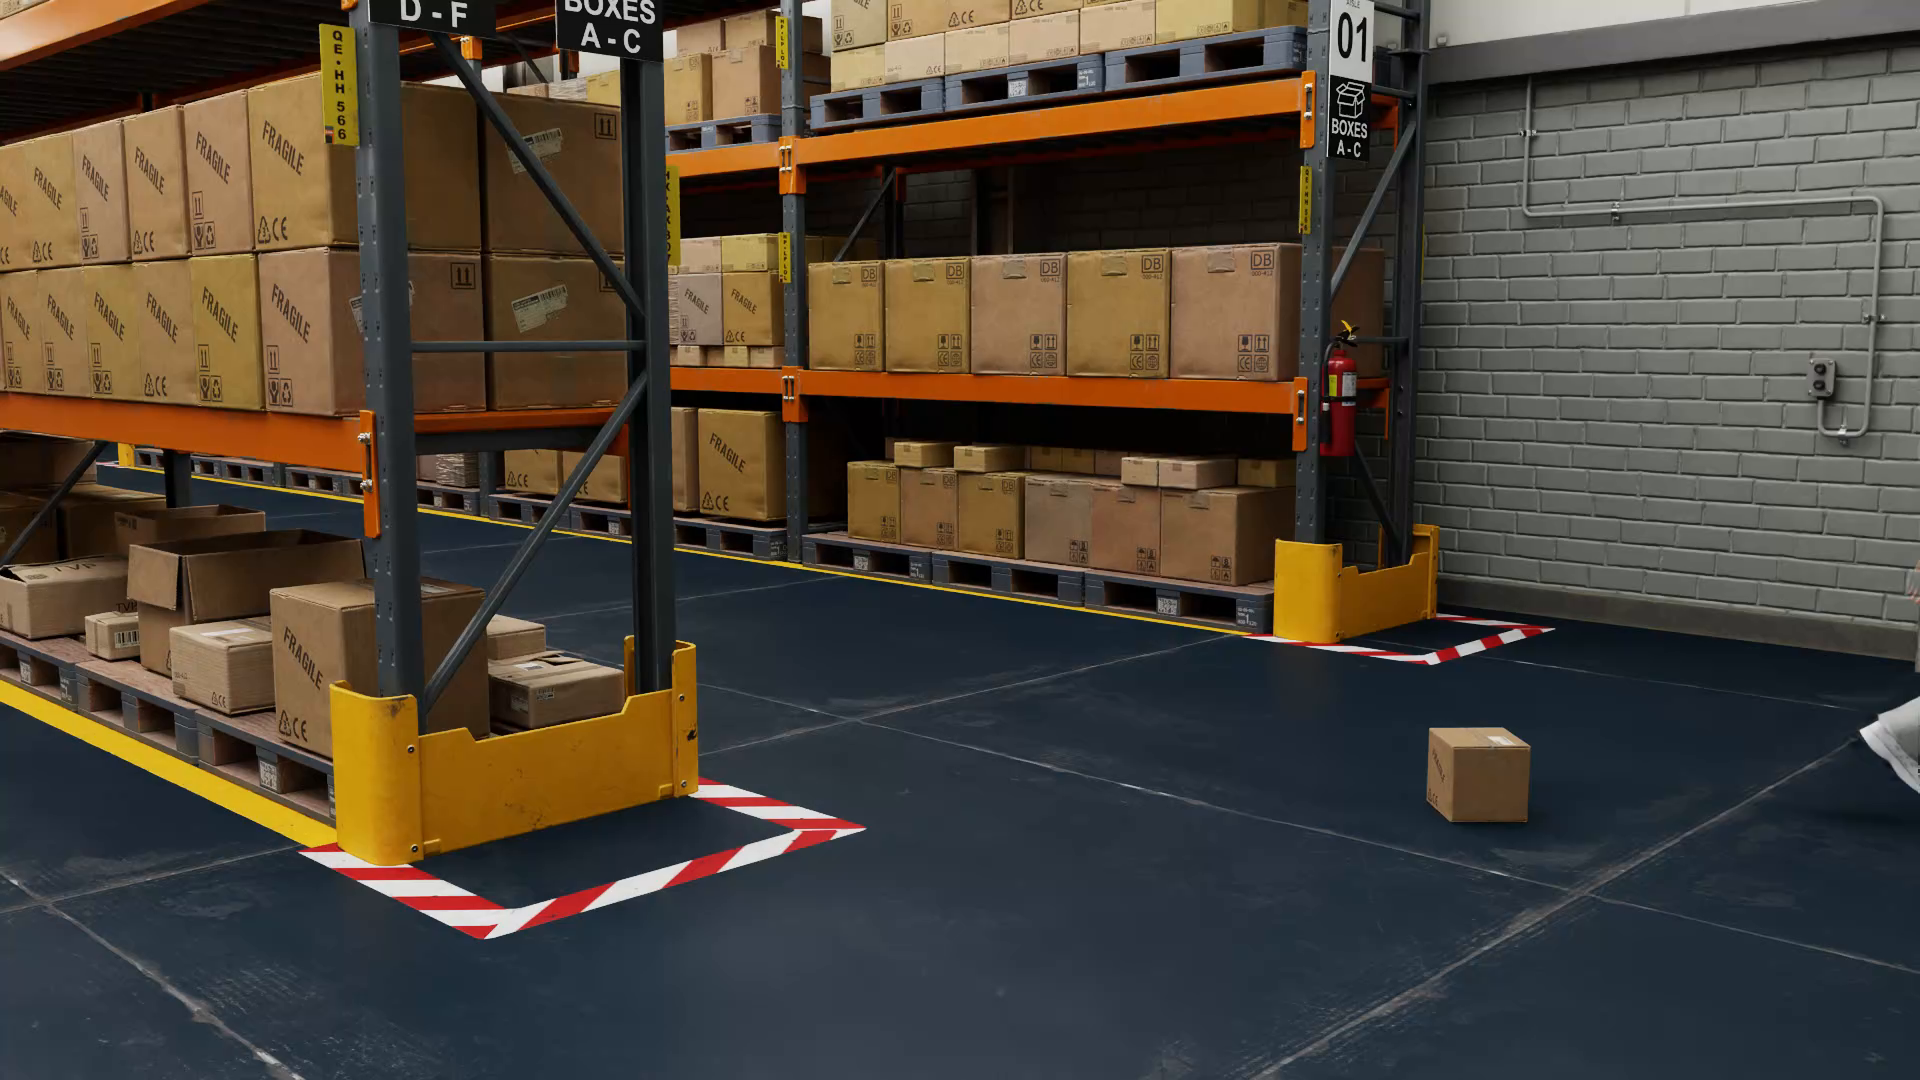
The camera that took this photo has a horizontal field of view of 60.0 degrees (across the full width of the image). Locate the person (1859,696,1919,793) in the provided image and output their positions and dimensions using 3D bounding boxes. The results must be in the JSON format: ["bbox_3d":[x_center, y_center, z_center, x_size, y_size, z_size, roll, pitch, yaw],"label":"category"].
[{"bbox_3d":[3.322,0.059,5.237,0.860,1.632,0.434,2,7,14],"label":"person"}]
